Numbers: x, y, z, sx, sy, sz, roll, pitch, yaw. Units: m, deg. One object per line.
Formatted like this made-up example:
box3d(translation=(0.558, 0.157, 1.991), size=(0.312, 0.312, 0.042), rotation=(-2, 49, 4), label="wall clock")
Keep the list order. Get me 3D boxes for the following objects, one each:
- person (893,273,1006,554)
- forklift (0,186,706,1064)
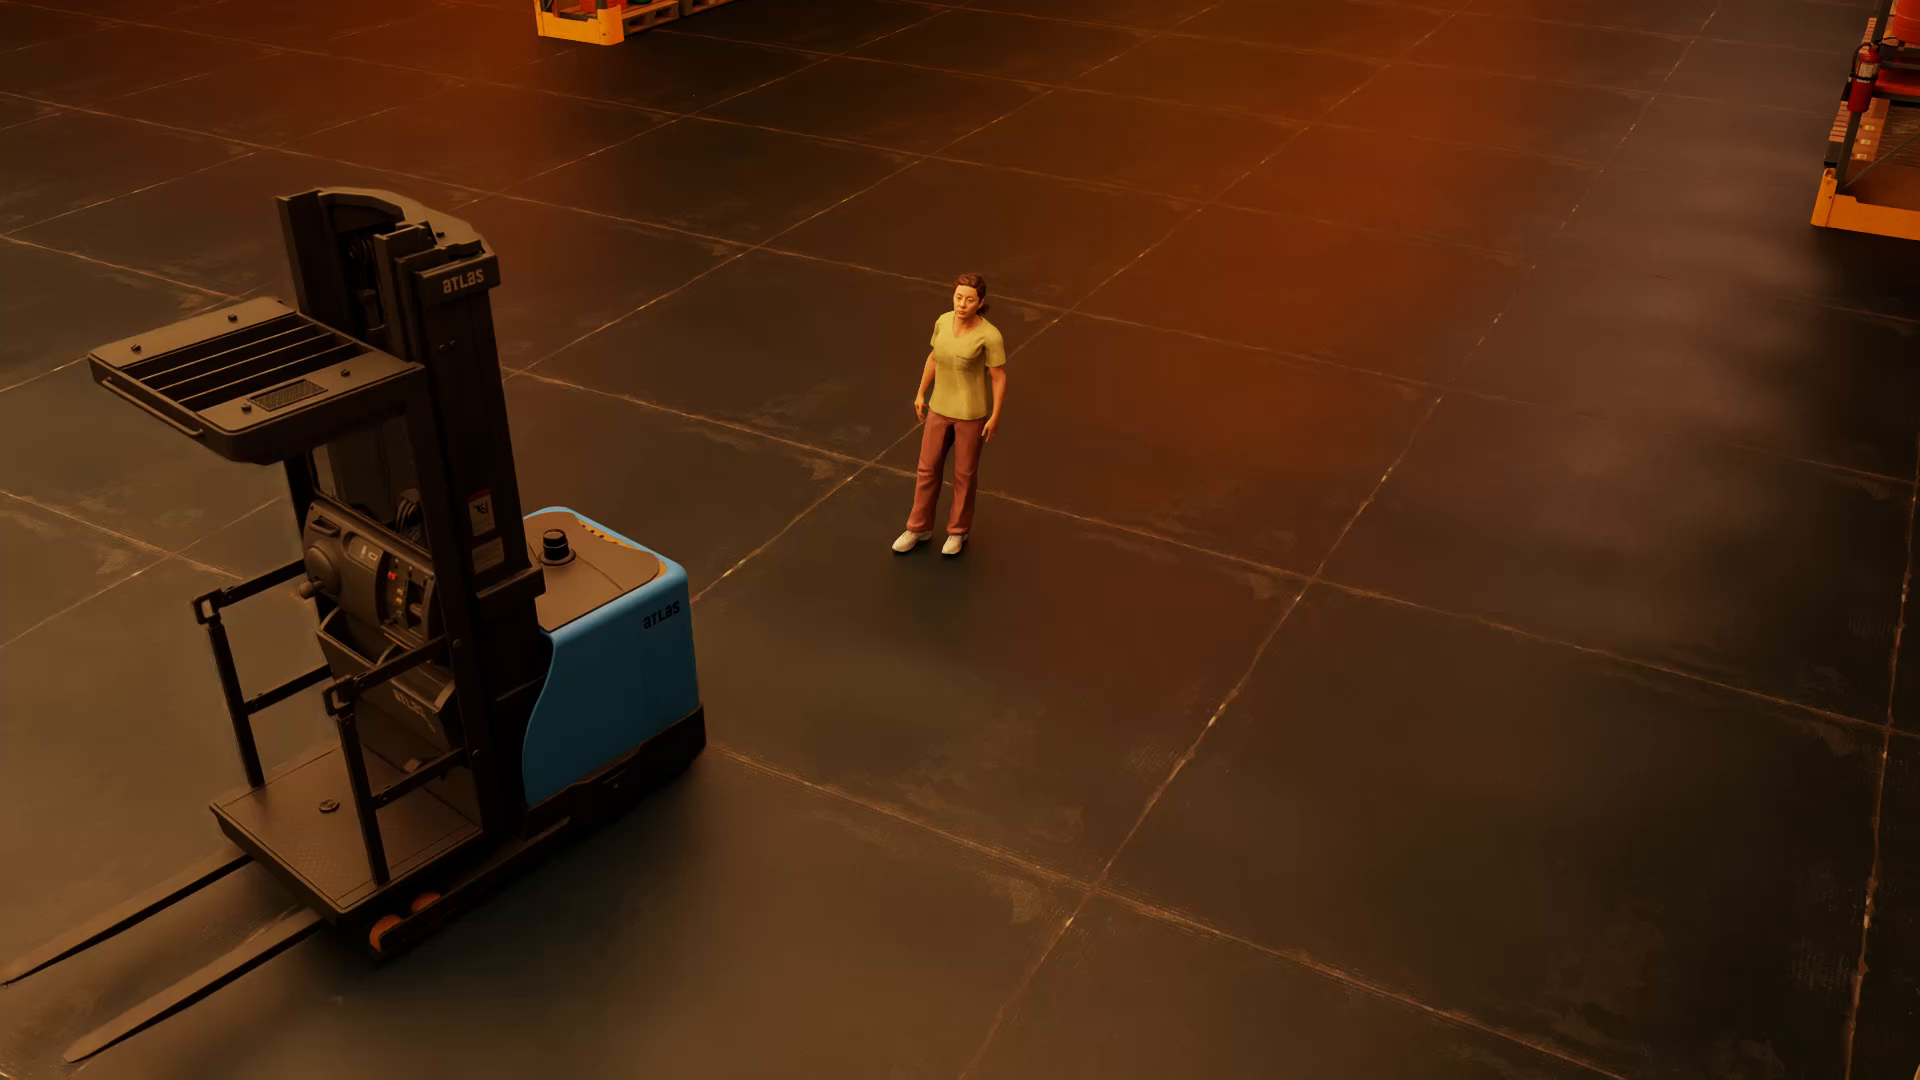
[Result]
box3d(translation=(-0.046, -0.703, 9.529), size=(0.553, 1.675, 0.549), rotation=(15, 33, 25), label="person")
box3d(translation=(-2.582, 0.188, 6.745), size=(1.130, 2.935, 3.031), rotation=(23, 37, 34), label="forklift")
